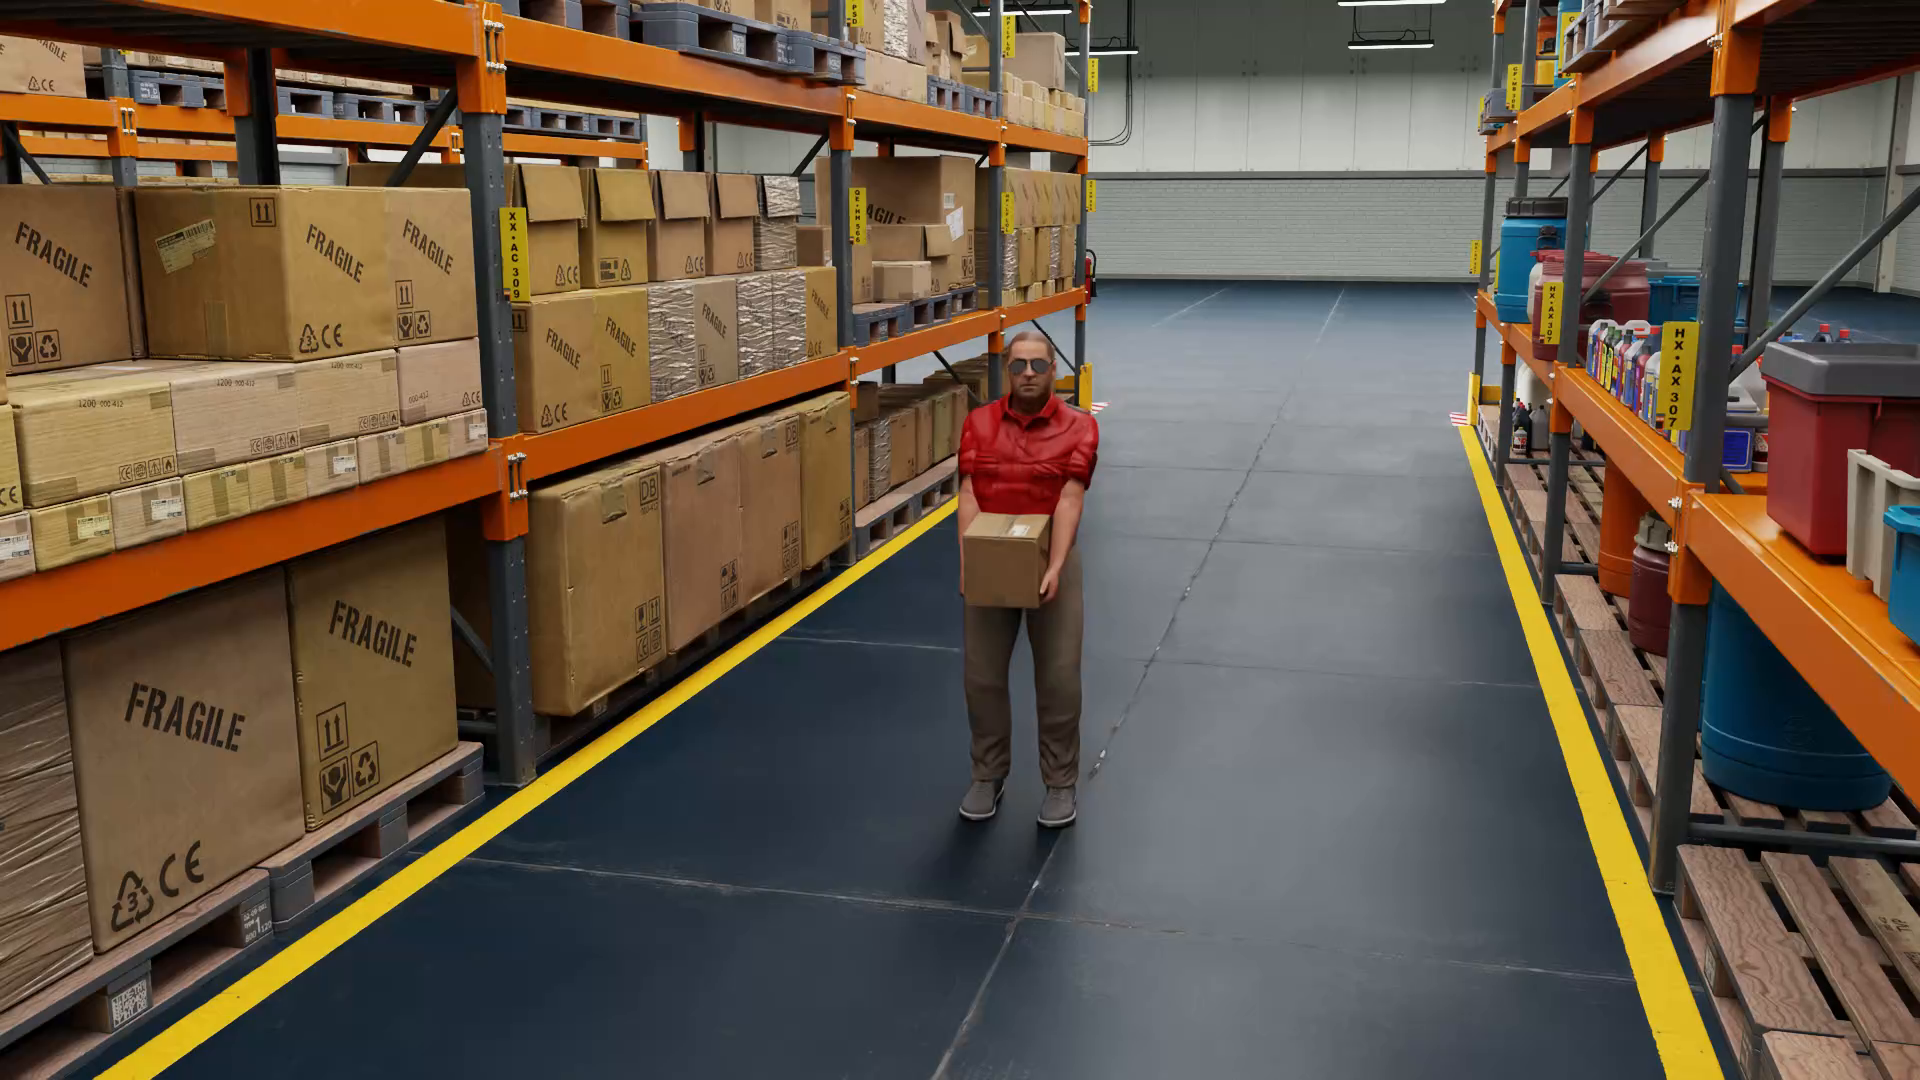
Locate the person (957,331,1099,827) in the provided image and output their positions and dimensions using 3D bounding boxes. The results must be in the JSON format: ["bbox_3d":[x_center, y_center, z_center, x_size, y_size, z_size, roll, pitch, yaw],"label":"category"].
[{"bbox_3d":[0.220,0.147,5.786,0.490,1.726,0.548,3,12,13],"label":"person"}]
